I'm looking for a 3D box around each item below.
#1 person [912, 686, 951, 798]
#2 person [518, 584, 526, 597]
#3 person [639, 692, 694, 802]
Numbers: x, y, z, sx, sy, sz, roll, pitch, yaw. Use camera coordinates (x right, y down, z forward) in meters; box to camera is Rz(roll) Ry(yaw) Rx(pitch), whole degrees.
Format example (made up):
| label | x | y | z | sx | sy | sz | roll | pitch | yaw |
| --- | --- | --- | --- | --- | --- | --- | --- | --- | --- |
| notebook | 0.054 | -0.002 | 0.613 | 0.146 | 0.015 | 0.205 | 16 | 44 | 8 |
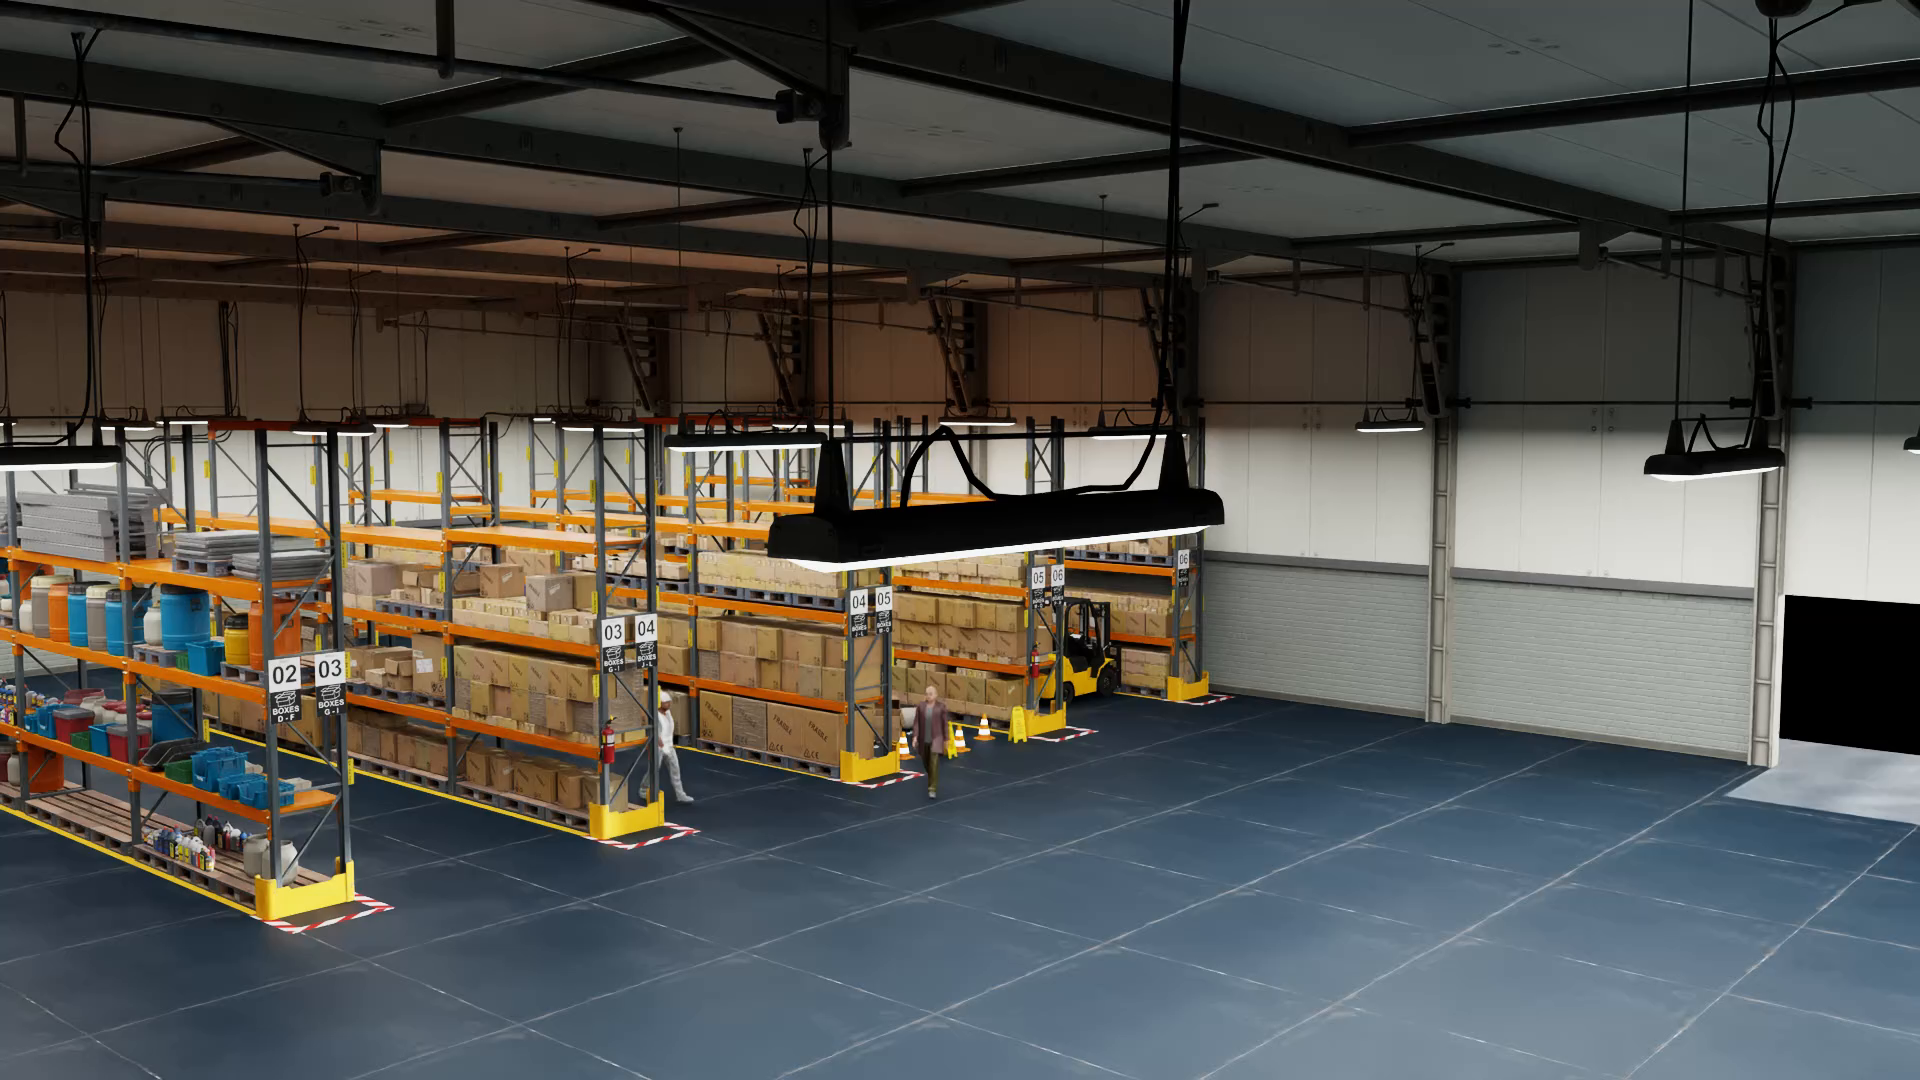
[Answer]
| label | x | y | z | sx | sy | sz | roll | pitch | yaw |
| --- | --- | --- | --- | --- | --- | --- | --- | --- | --- |
| person | -0.465 | 3.226 | 26.888 | 0.582 | 1.744 | 0.976 | 2 | 5 | 24 |
| person | -12.164 | 1.688 | 46.229 | 0.522 | 1.697 | 0.505 | 1 | 5 | 16 |
| person | -4.642 | 3.266 | 26.285 | 0.995 | 1.724 | 0.574 | 2 | 5 | 25 |
